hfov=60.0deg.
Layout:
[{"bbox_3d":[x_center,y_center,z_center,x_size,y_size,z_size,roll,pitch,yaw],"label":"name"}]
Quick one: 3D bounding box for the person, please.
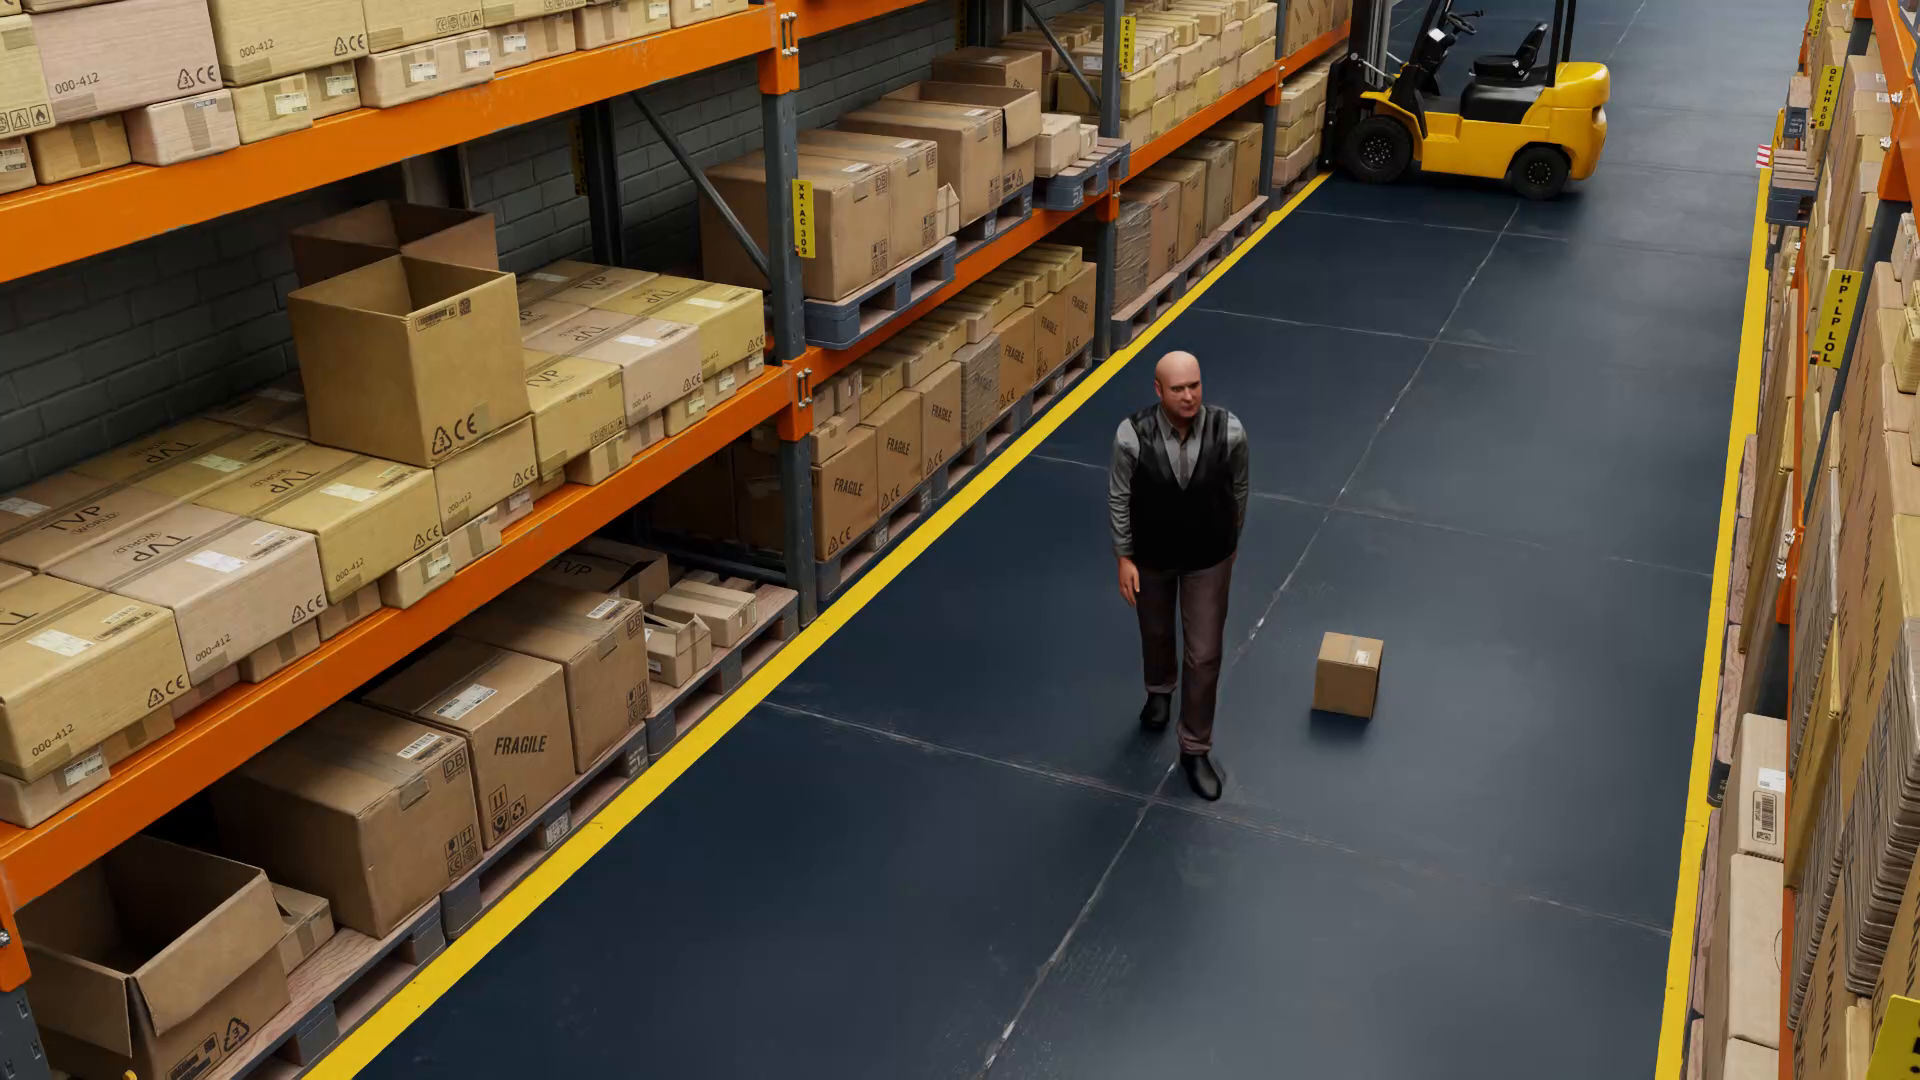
[{"bbox_3d":[0.835,0.080,6.487,0.537,1.735,0.732,4,26,8],"label":"person"}]
